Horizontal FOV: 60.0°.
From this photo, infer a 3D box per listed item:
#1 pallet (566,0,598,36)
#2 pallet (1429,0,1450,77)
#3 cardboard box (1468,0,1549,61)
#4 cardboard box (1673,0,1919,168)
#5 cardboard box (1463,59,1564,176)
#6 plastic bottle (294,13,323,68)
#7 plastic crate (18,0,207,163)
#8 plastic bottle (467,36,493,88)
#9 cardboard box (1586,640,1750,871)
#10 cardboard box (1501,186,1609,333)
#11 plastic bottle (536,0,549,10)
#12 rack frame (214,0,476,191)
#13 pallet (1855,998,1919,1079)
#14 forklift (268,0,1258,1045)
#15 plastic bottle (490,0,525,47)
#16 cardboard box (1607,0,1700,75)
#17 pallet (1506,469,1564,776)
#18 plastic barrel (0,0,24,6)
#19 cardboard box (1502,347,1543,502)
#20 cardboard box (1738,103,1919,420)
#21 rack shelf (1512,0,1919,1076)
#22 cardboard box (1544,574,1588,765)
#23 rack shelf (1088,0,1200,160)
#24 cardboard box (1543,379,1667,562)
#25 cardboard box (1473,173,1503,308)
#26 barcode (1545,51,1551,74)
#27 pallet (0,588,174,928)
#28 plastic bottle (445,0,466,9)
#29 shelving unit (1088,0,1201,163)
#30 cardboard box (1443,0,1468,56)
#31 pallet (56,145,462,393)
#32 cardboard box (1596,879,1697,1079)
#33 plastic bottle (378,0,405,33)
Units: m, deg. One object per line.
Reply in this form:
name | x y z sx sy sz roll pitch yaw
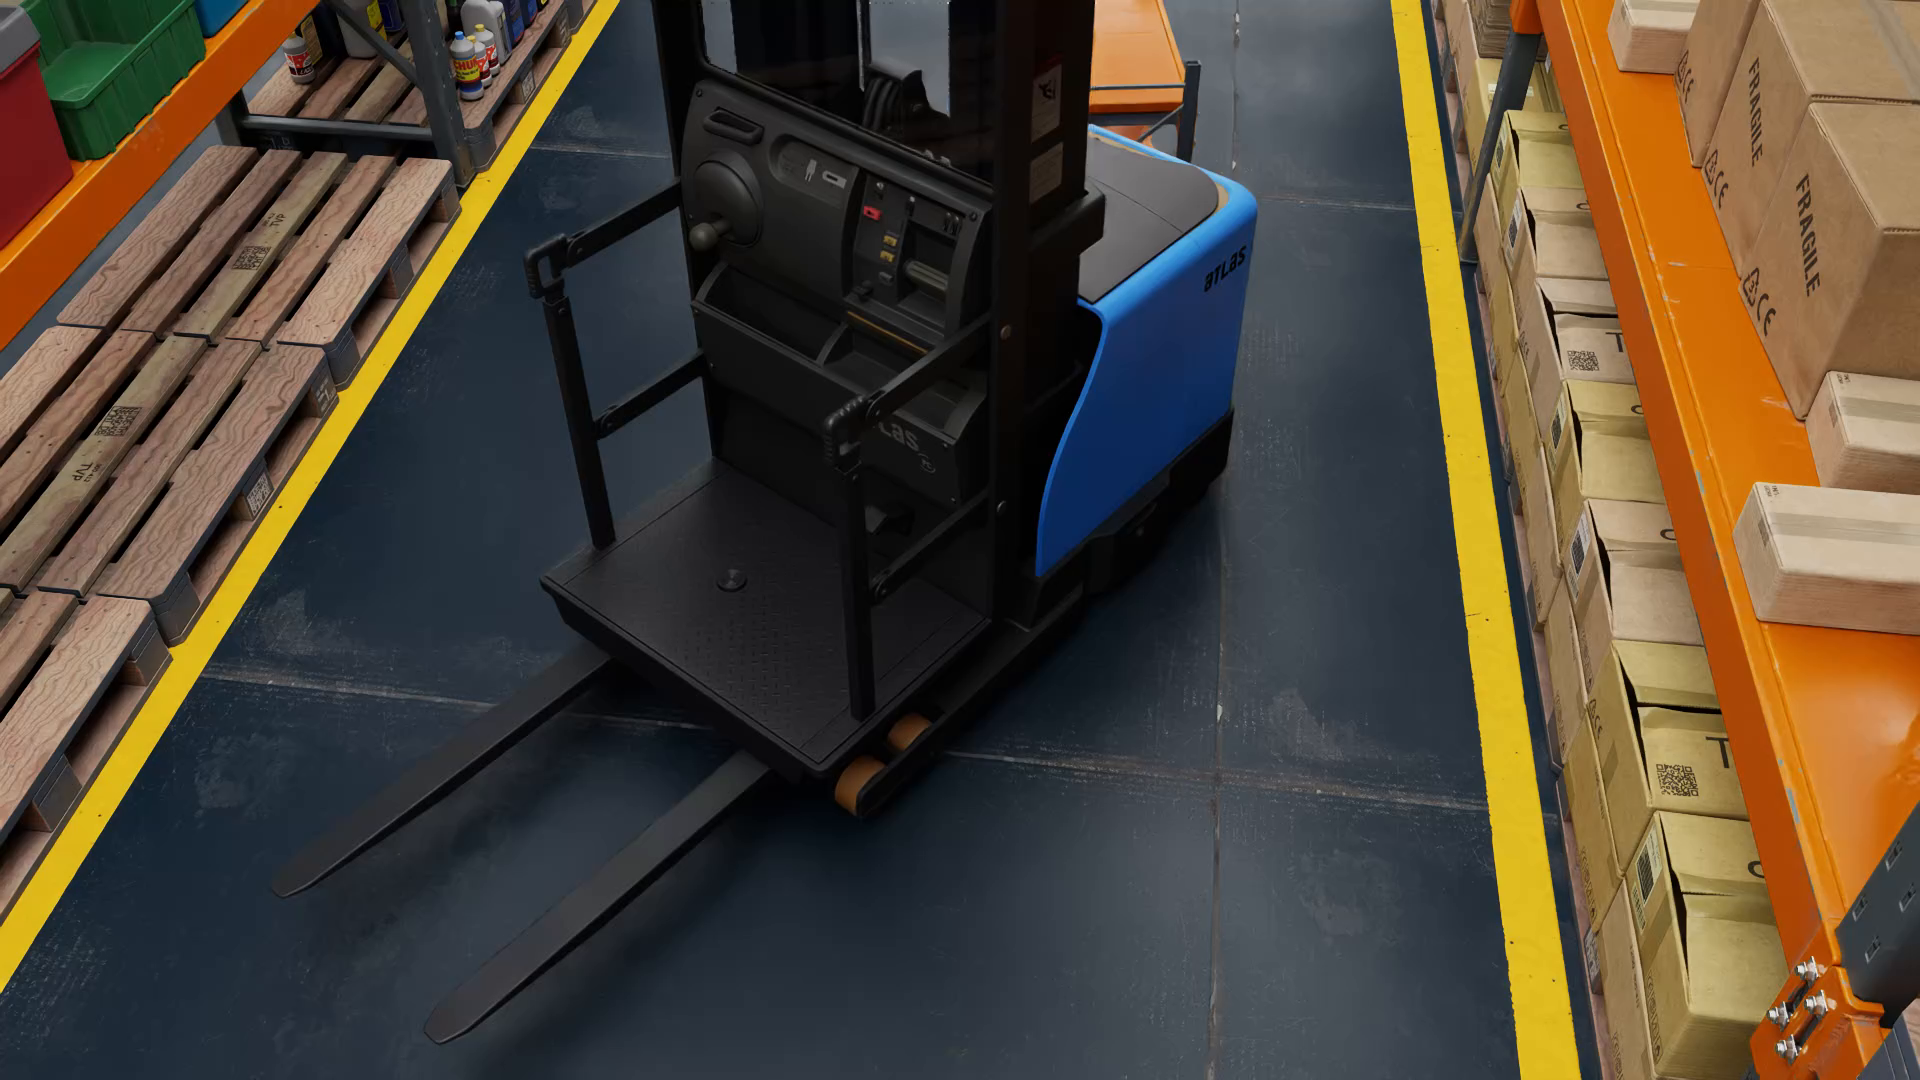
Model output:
pallet | -2.204 -2.870 8.128 1.003 0.211 1.213 5 44 6
pallet | 2.722 -2.502 7.738 1.003 0.211 1.213 5 44 6
cardboard box | 2.339 -2.244 6.587 0.500 0.500 0.500 5 44 6
cardboard box | 2.229 -1.297 4.366 0.500 0.500 0.500 8 44 9
cardboard box | 2.261 -1.632 6.486 0.500 0.250 0.500 5 44 6
plastic bottle | -2.756 -2.126 6.969 0.061 0.283 0.133 7 44 8
plastic crate | -2.443 -1.305 4.601 0.450 0.188 0.662 5 44 6
plastic bottle | -2.003 -1.985 6.880 0.097 0.201 0.097 0 43 0
cardboard box | 1.775 0.492 3.835 0.500 0.311 0.500 5 44 5
cardboard box | 2.044 -0.900 5.305 0.500 0.311 0.500 5 44 5
plastic bottle | -1.887 -2.518 7.383 0.061 0.283 0.133 7 44 7
rack frame | -2.493 -2.595 5.809 1.000 3.000 0.127 5 44 6
pallet | 1.868 1.122 2.023 1.213 0.211 1.003 5 44 6
forklift | -0.458 -0.716 3.875 1.130 2.935 3.031 30 51 28
plastic bottle | -1.975 -2.305 7.109 0.144 0.351 0.185 6 44 7
cardboard box | 2.097 -1.466 4.799 0.380 0.149 0.250 5 44 6
pallet | 2.199 0.210 4.875 1.003 0.211 1.213 5 44 6
plastic barrel | -2.820 -1.657 4.918 0.301 0.262 0.301 0 43 0
cardboard box | 1.983 -0.342 5.124 0.500 0.250 0.500 4 44 4
cardboard box | 2.093 -0.597 3.626 0.500 0.500 0.500 3 44 3
rack shelf | 2.152 -0.518 4.138 1.077 0.370 4.000 5 44 6
cardboard box | 1.850 0.355 4.388 0.500 0.250 0.500 6 44 6
rack shelf | 0.473 -1.635 5.732 0.538 0.278 1.000 -2 43 -2
cardboard box | 1.913 -0.193 4.559 0.500 0.311 0.500 6 44 7
cardboard box | 2.118 -1.044 5.865 0.500 0.250 0.500 4 44 5
barcode | 1.970 -1.607 5.565 0.001 0.075 0.075 5 44 6
pallet | -2.881 0.619 4.442 1.003 0.211 1.213 5 44 6
plastic bottle | -2.118 -2.318 7.123 0.144 0.351 0.185 5 44 6
shelving unit | 0.473 -1.422 5.934 0.538 1.125 1.048 -2 43 -2
cardboard box | 2.389 -2.314 7.207 0.500 0.250 0.500 5 44 6
pallet | -2.558 -1.044 6.199 1.003 0.211 1.213 5 44 6
cardboard box | 1.715 1.049 3.655 0.500 0.250 0.500 6 44 7
plastic bottle | -2.518 -2.365 7.227 0.152 0.276 0.135 5 44 6
